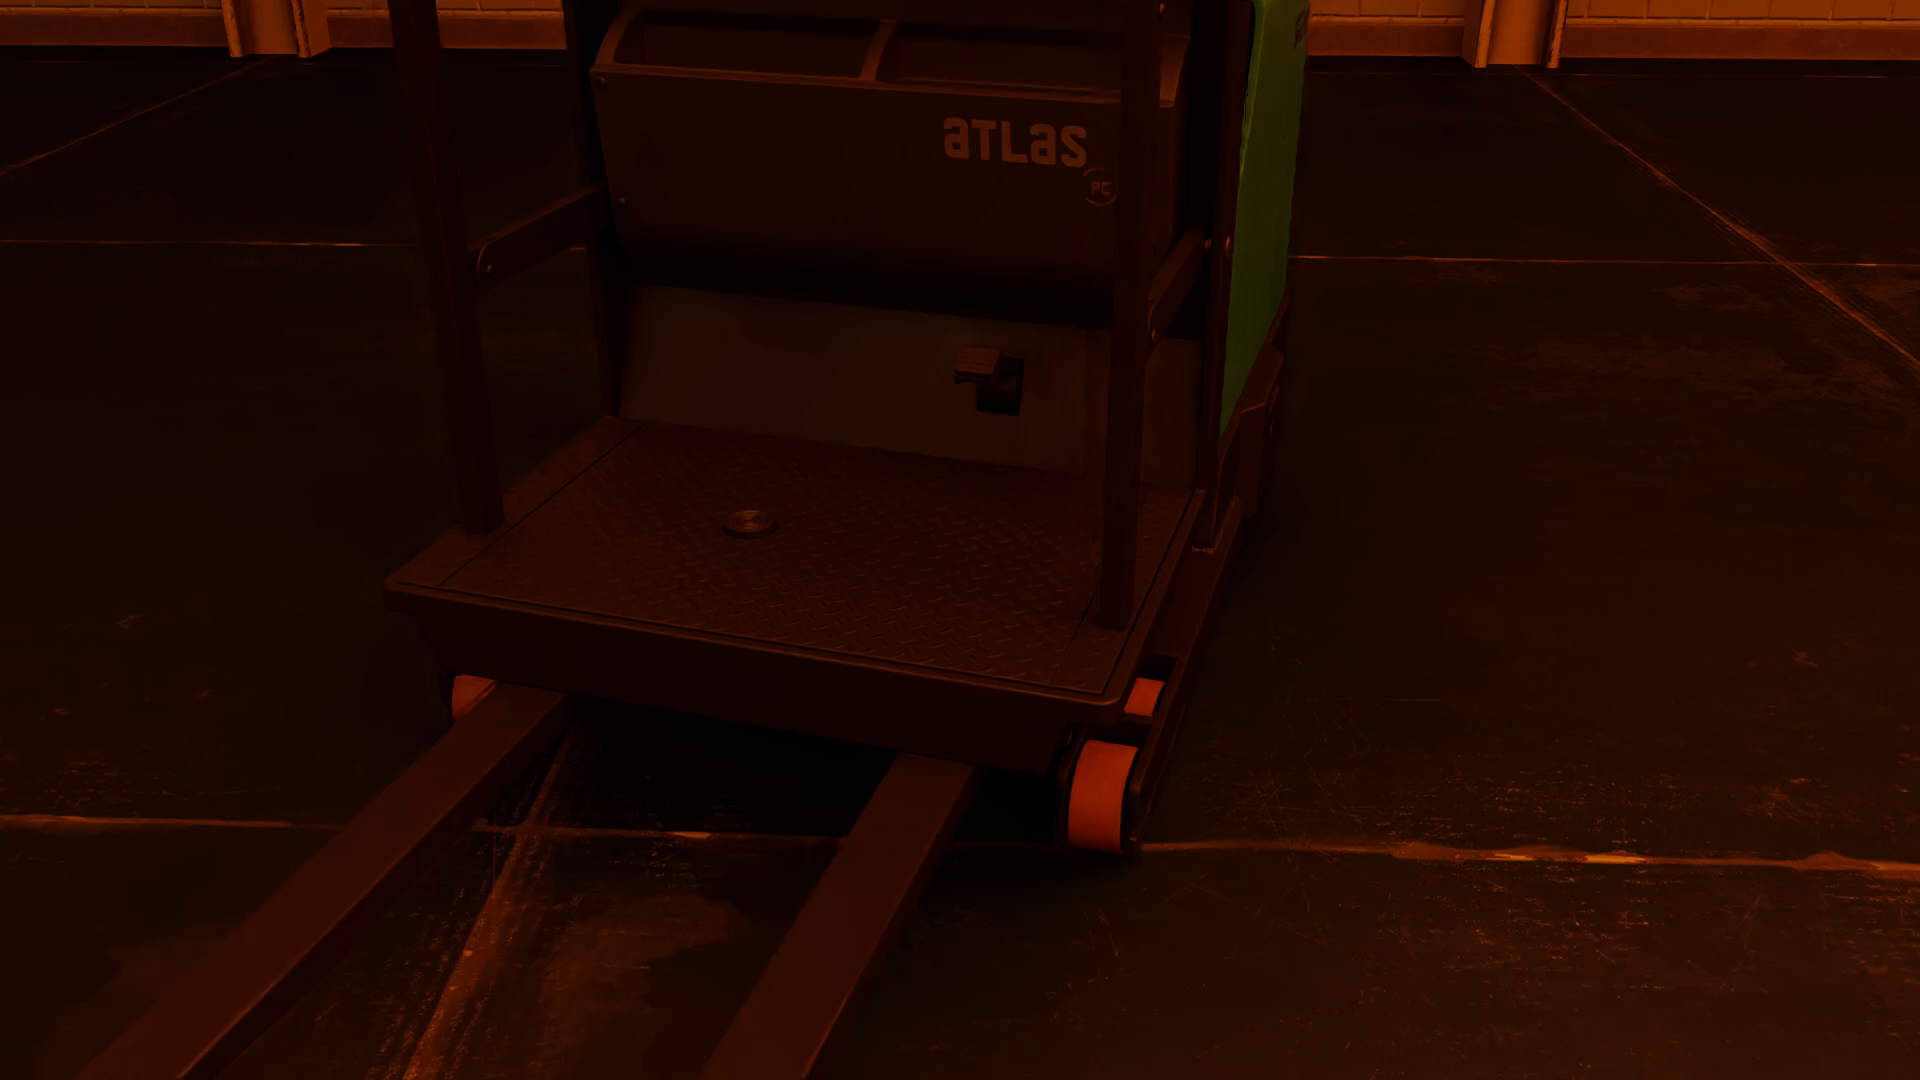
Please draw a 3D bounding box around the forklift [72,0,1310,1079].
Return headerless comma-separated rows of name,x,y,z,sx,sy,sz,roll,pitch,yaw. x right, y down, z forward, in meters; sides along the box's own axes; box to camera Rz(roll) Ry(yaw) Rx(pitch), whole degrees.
forklift,-0.180,-1.057,2.161,1.130,2.935,3.031,8,27,16
